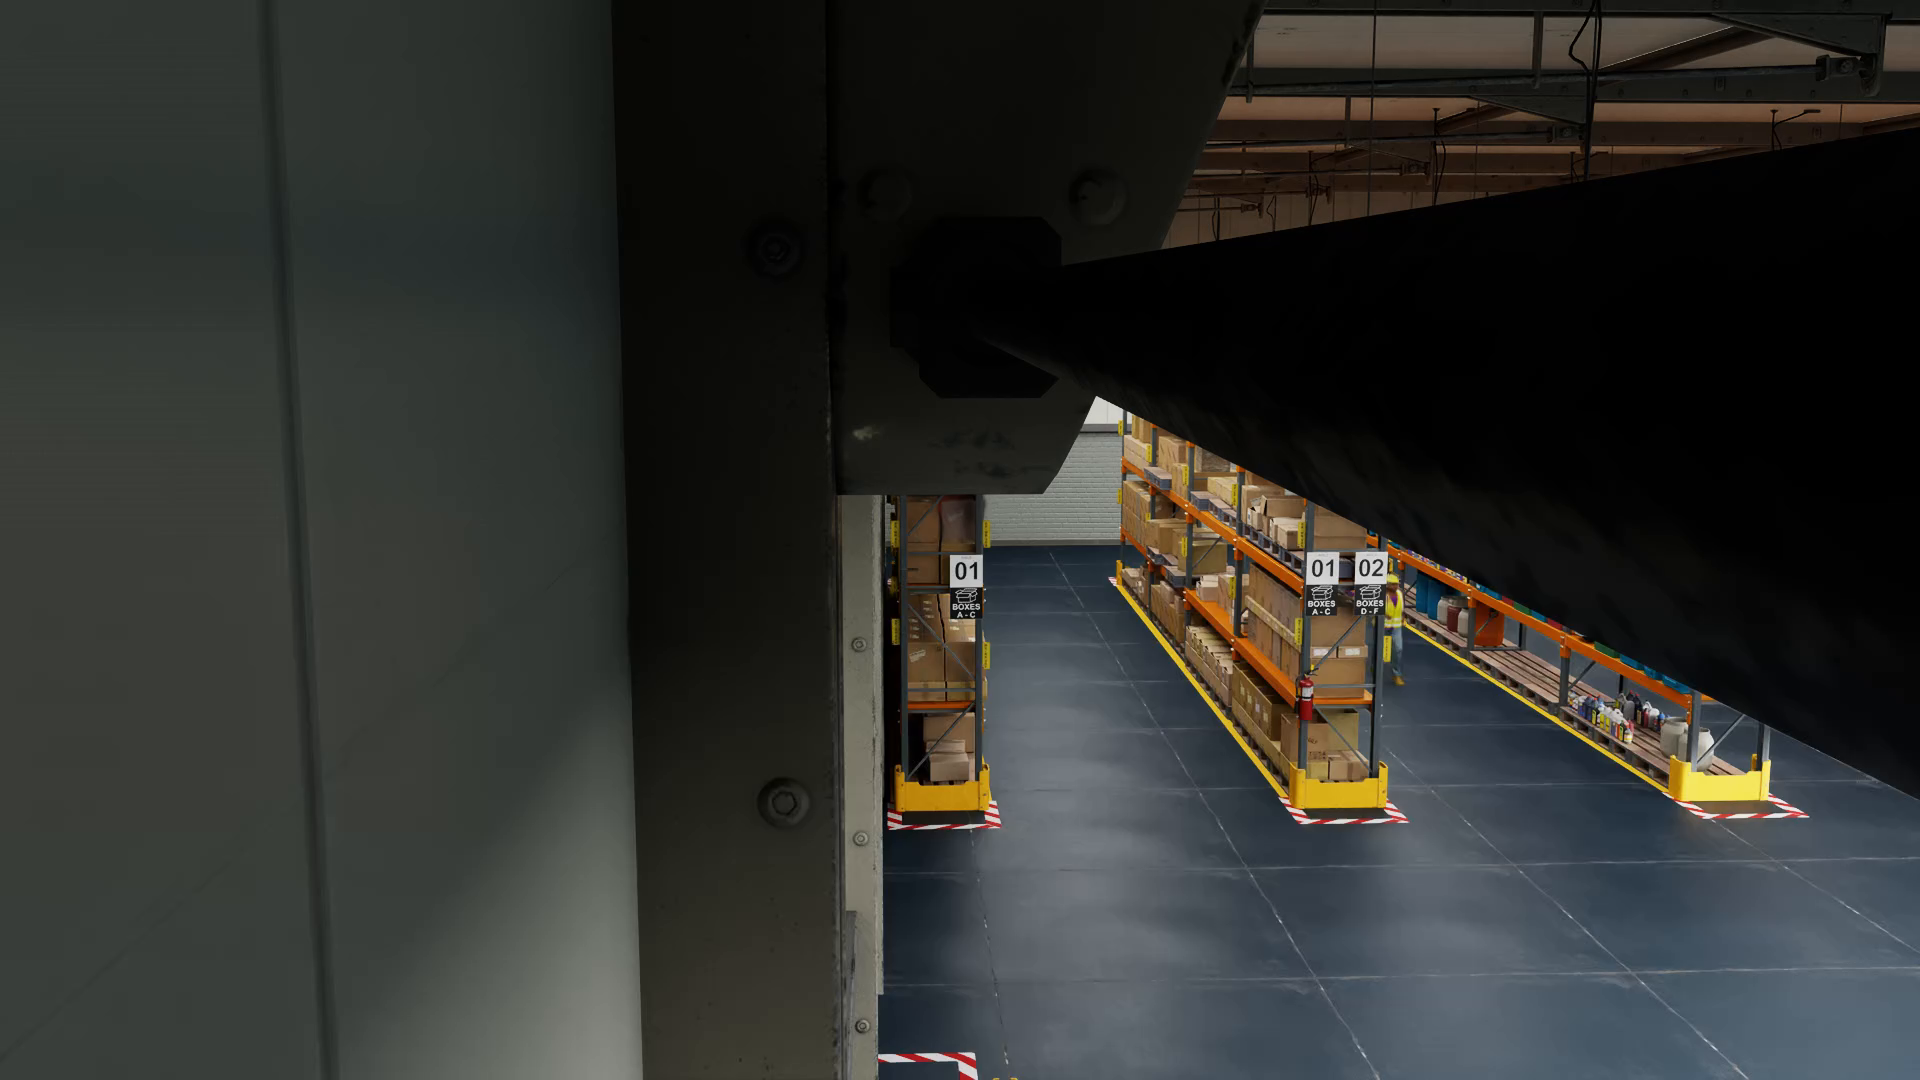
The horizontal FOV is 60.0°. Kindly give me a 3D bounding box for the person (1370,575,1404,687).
[{"bbox_3d":[7.003,1.440,27.258,0.640,1.796,0.890,-1,8,-6],"label":"person"}]
